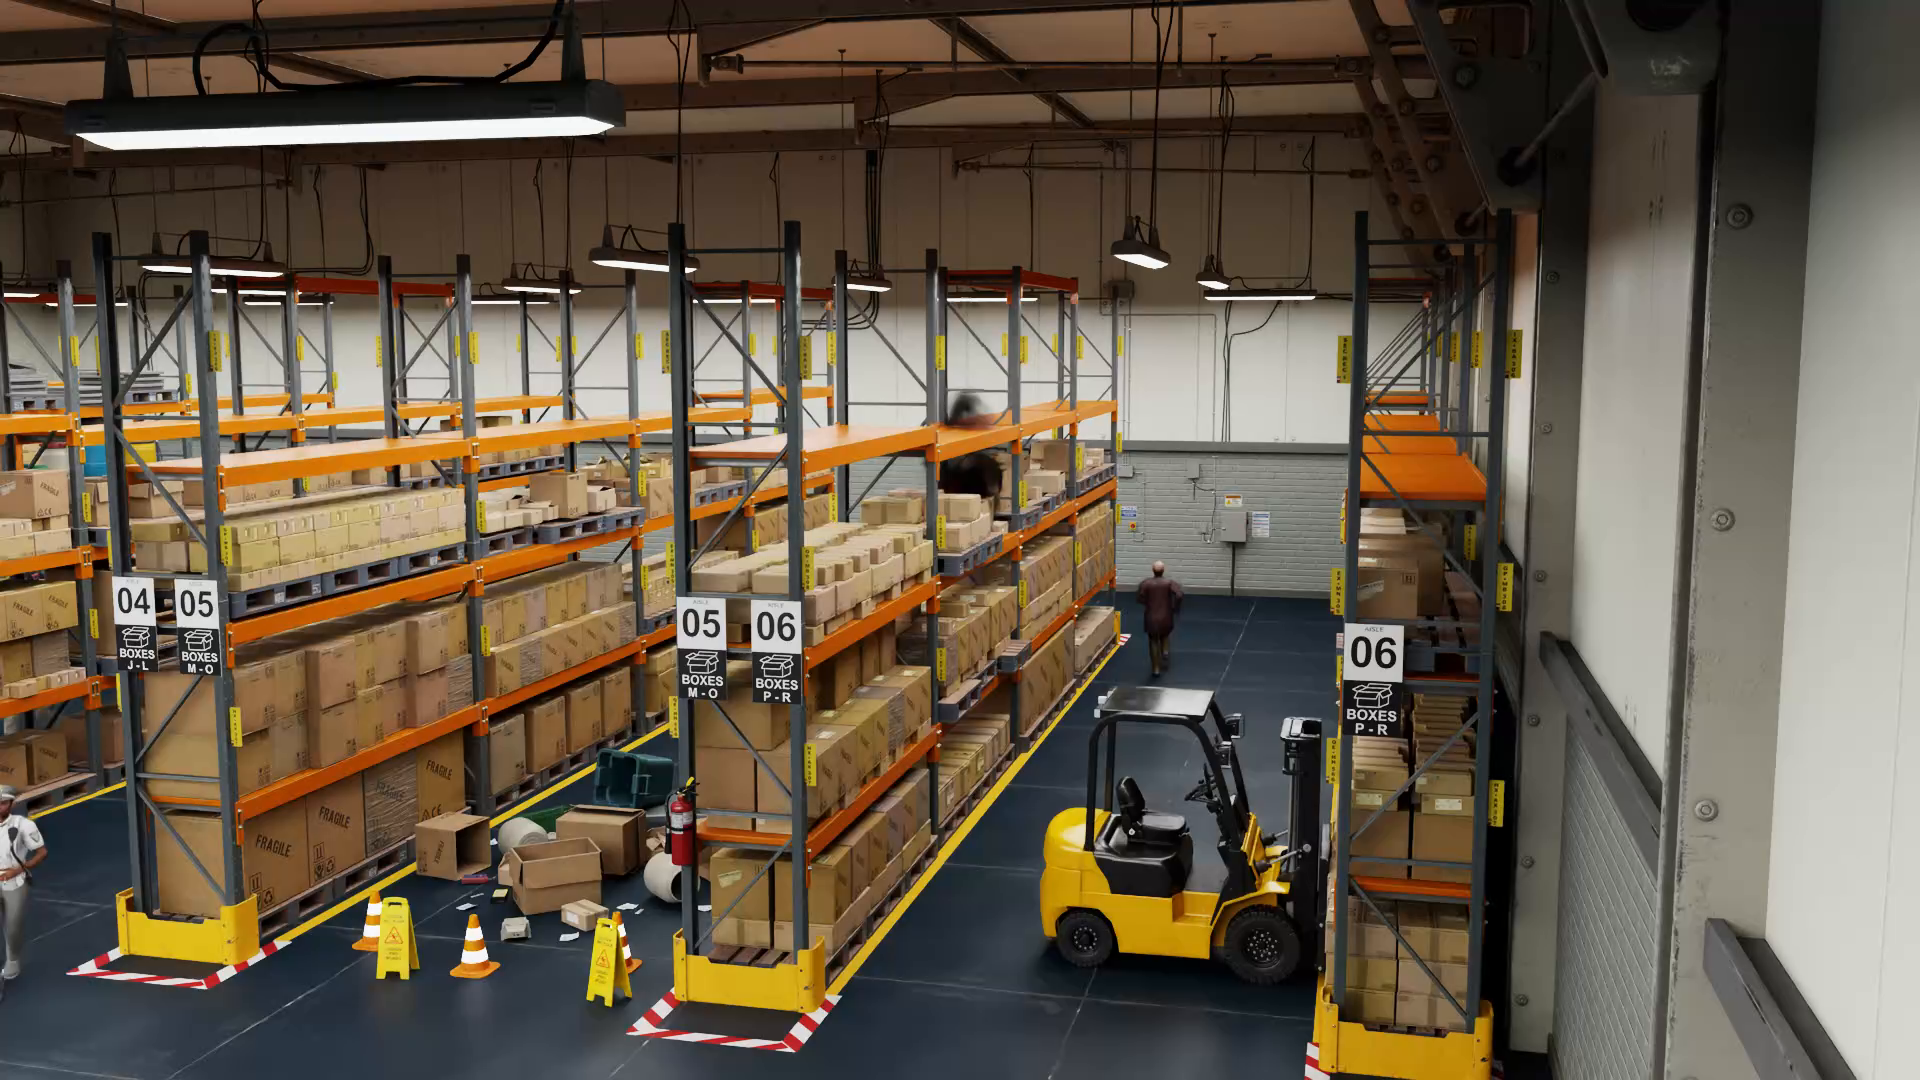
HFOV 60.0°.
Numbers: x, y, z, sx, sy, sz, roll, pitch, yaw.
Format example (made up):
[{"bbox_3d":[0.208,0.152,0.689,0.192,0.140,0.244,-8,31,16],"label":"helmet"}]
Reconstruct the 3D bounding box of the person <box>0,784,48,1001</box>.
[{"bbox_3d":[-7.491,2.748,13.035,0.637,1.725,0.897,-3,8,-23],"label":"person"}]

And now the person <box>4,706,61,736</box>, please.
[{"bbox_3d":[-11.397,1.783,20.311,0.695,1.781,1.033,1,7,6],"label":"person"}]

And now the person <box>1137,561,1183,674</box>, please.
[{"bbox_3d":[3.067,1.180,25.597,0.692,1.742,0.656,1,7,5],"label":"person"}]
